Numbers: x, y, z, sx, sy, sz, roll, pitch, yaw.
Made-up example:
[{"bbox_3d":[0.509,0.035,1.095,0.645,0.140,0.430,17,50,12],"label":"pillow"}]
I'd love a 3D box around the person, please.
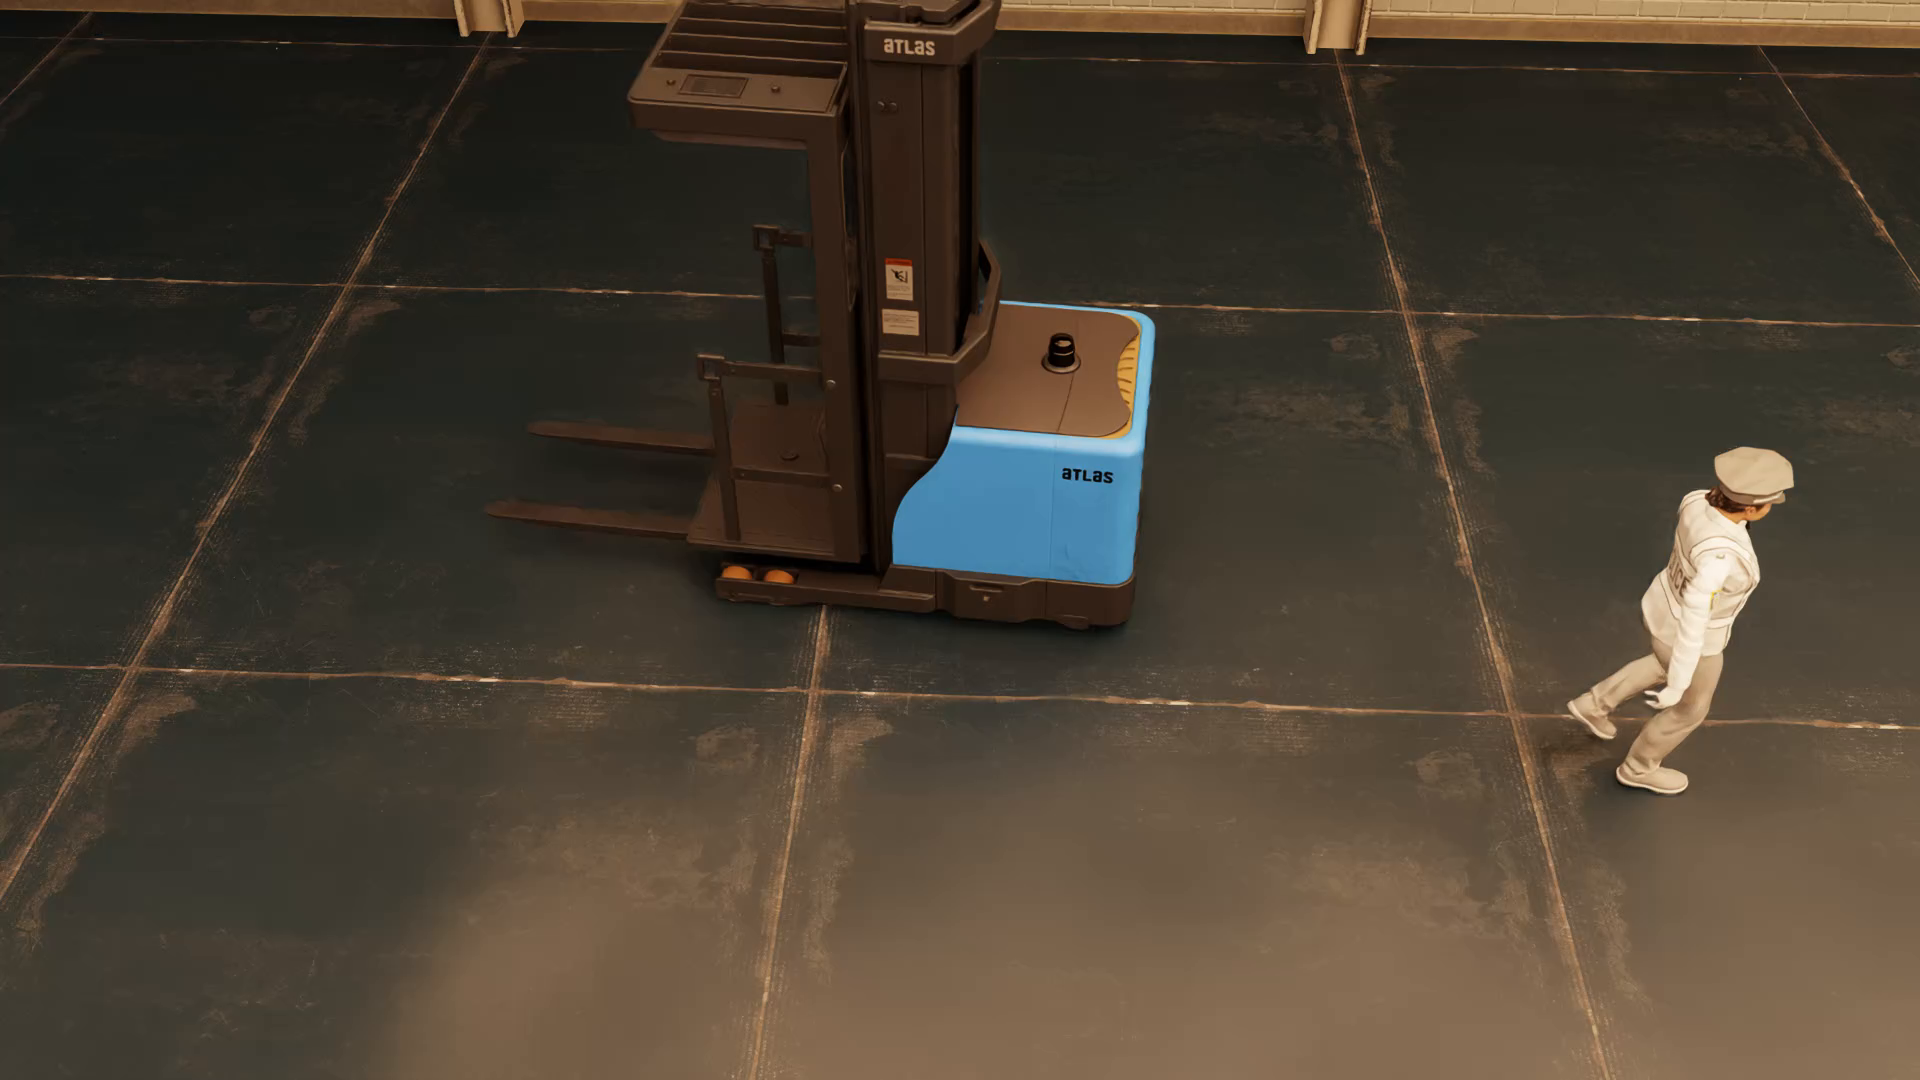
[{"bbox_3d":[2.740,0.333,6.334,0.502,1.649,0.694,3,42,3],"label":"person"}]

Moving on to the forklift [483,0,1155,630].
[{"bbox_3d":[-0.674,-1.130,6.980,3.031,2.935,1.130,5,43,6],"label":"forklift"}]
